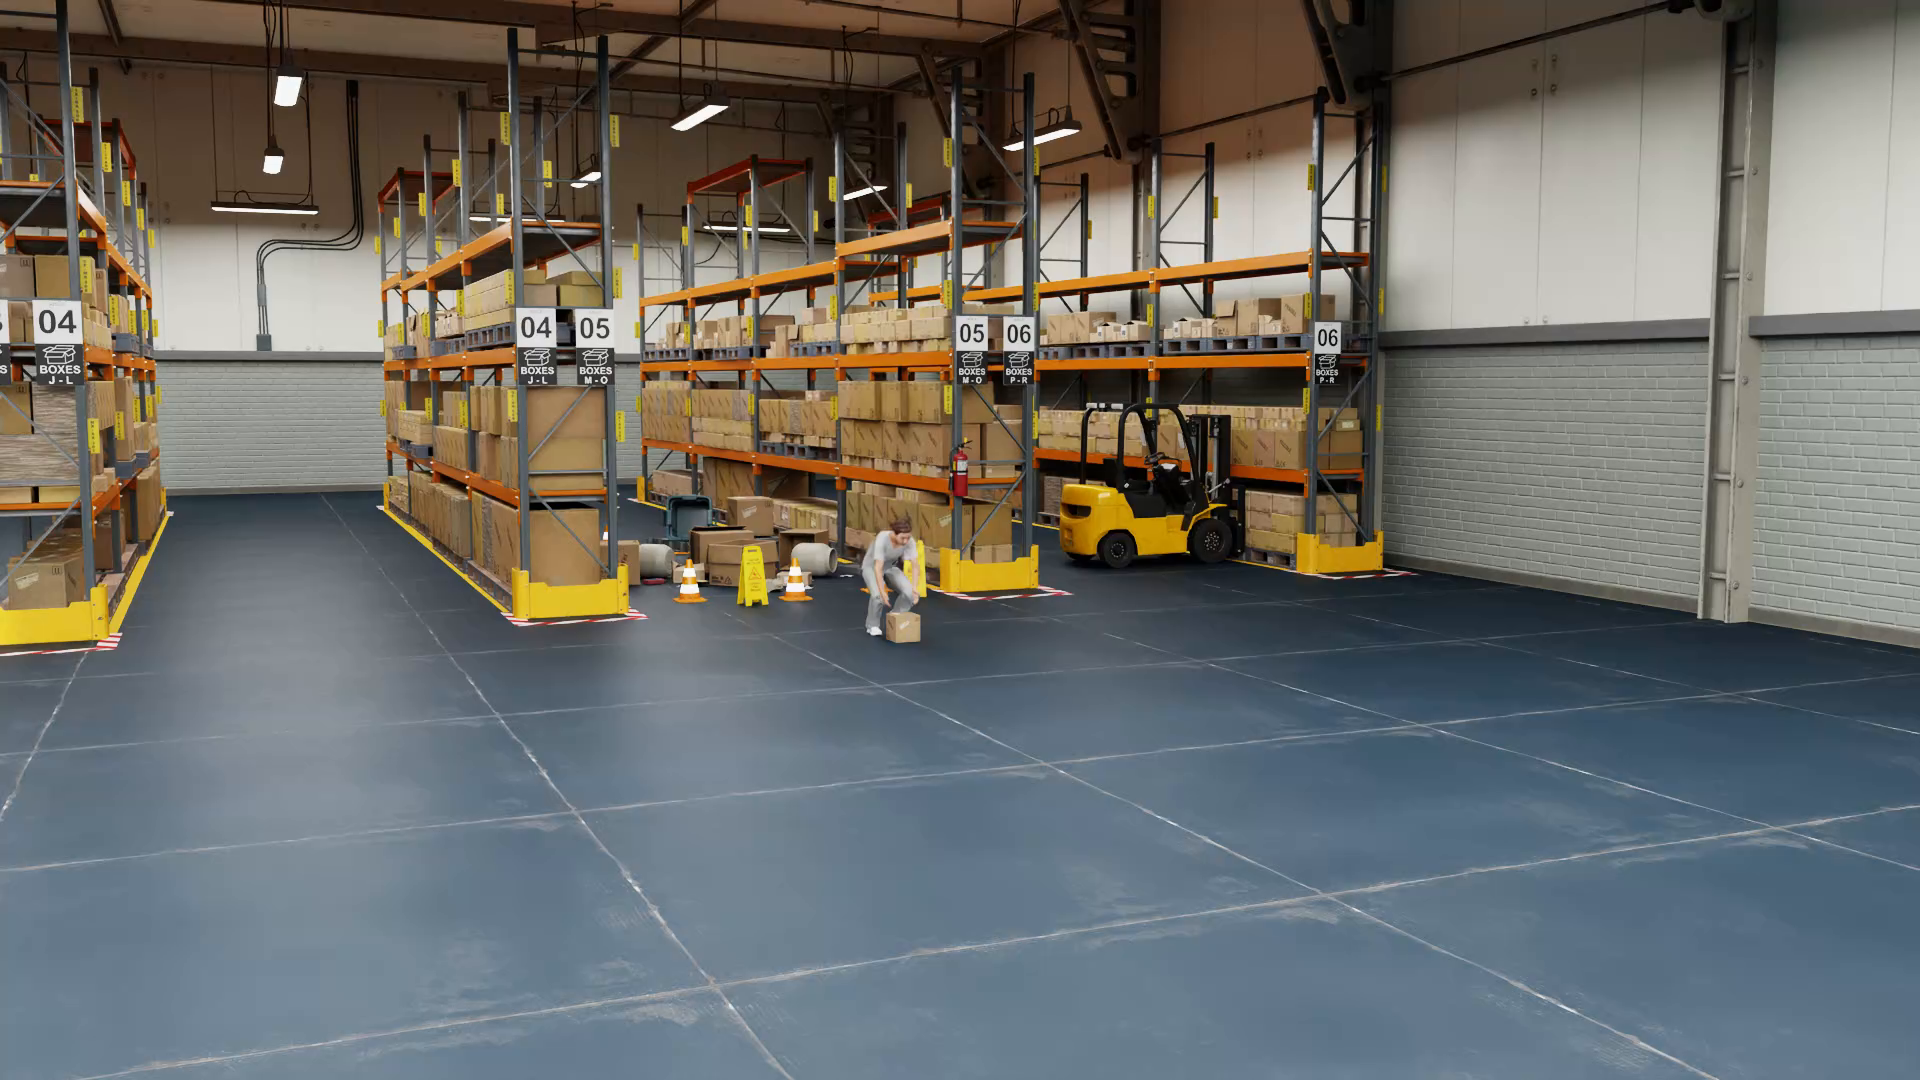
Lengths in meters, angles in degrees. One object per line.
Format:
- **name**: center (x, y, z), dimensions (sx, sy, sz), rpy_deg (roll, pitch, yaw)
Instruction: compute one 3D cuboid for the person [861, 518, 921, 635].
- **person**: center (-0.665, 0.344, 16.105), dimensions (0.494, 1.159, 0.740), rpy_deg (-2, 6, -24)
